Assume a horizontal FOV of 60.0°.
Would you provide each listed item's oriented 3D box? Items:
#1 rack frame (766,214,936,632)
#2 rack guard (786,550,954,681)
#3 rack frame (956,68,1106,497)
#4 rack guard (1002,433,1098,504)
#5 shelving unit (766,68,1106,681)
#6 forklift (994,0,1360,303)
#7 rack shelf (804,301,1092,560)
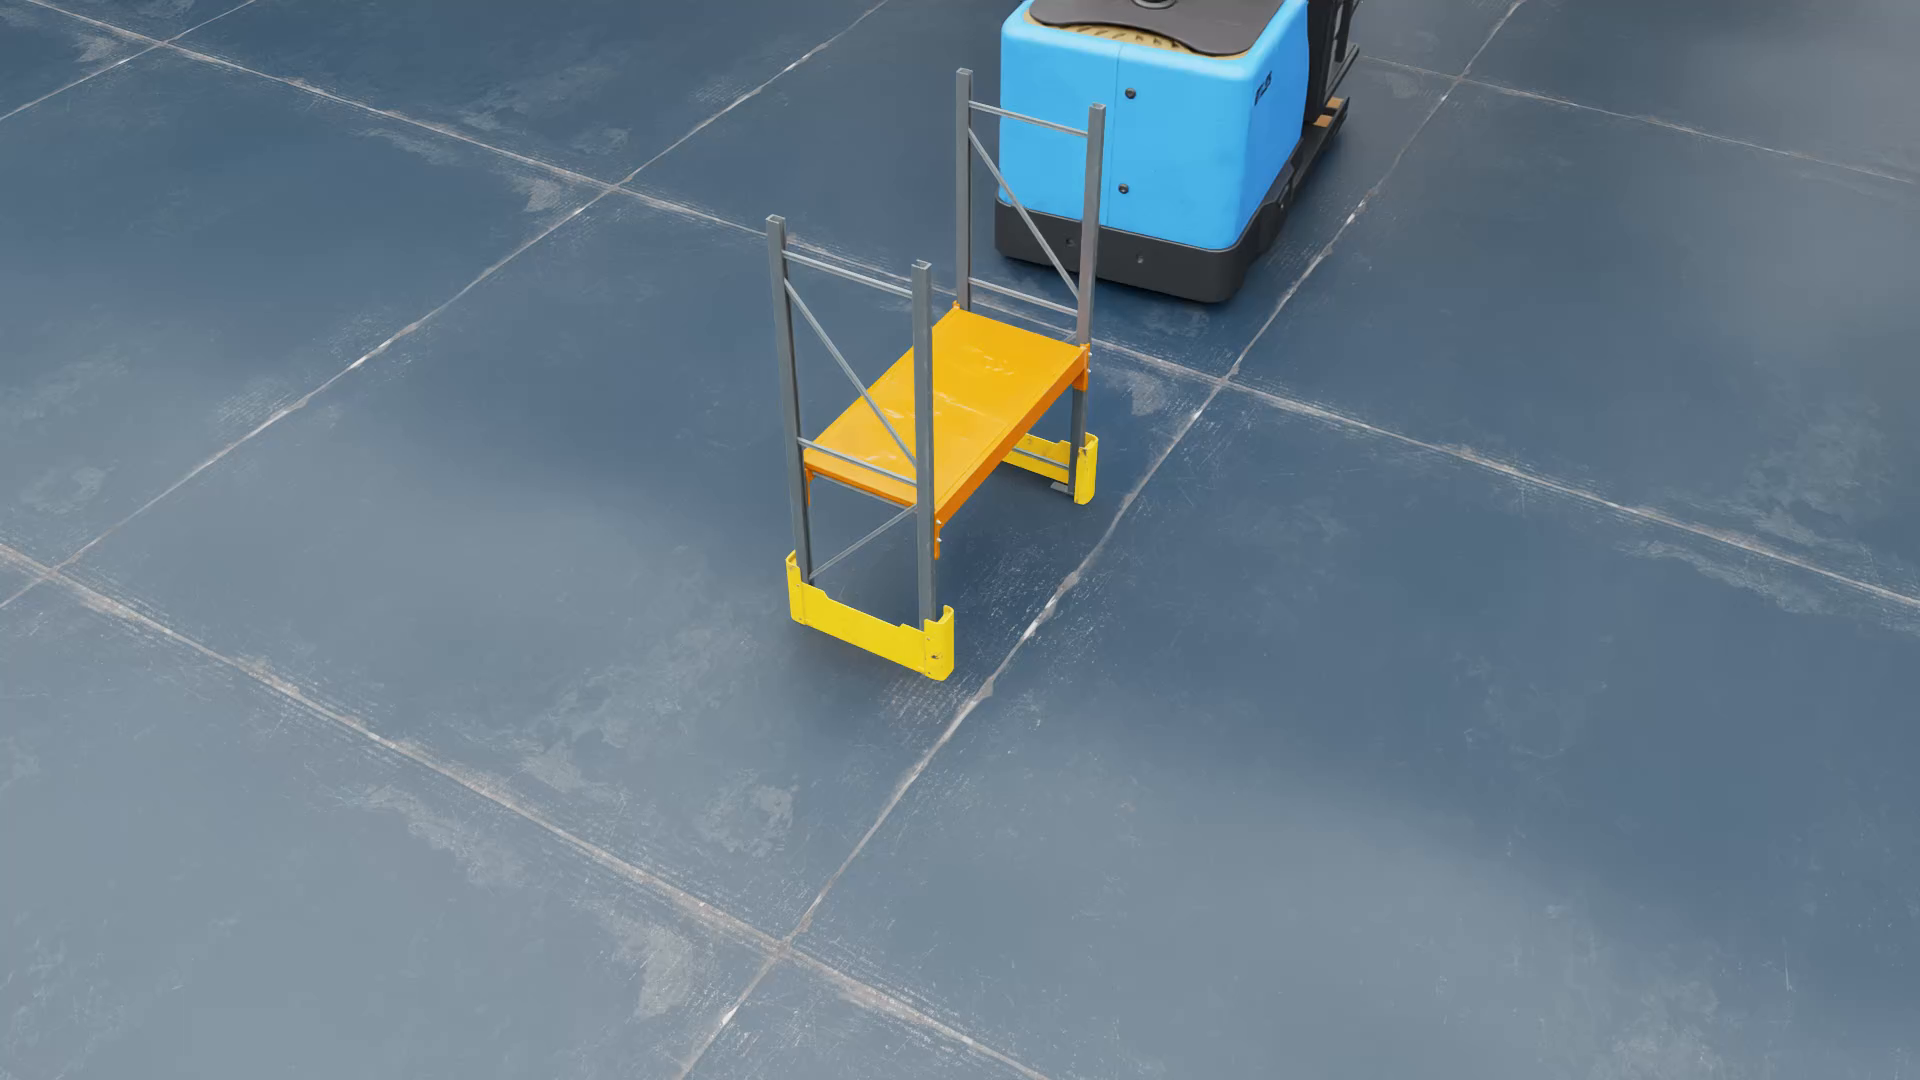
[{"bbox_3d":[-0.297,-0.223,4.869,0.500,1.500,0.032,21,45,22],"label":"rack frame"},{"bbox_3d":[-0.287,0.235,5.294,0.587,0.250,0.087,21,45,22],"label":"rack guard"},{"bbox_3d":[0.212,-0.805,5.529,0.500,1.500,0.032,21,45,22],"label":"rack frame"},{"bbox_3d":[0.211,-0.335,5.941,0.587,0.250,0.087,21,45,22],"label":"rack guard"},{"bbox_3d":[-0.038,-0.519,5.205,0.587,1.500,1.083,21,45,22],"label":"shelving unit"},{"bbox_3d":[1.208,-3.038,6.982,1.130,2.935,3.031,16,44,18],"label":"forklift"},{"bbox_3d":[-0.043,-0.379,5.318,0.538,0.185,1.000,21,45,22],"label":"rack shelf"}]
